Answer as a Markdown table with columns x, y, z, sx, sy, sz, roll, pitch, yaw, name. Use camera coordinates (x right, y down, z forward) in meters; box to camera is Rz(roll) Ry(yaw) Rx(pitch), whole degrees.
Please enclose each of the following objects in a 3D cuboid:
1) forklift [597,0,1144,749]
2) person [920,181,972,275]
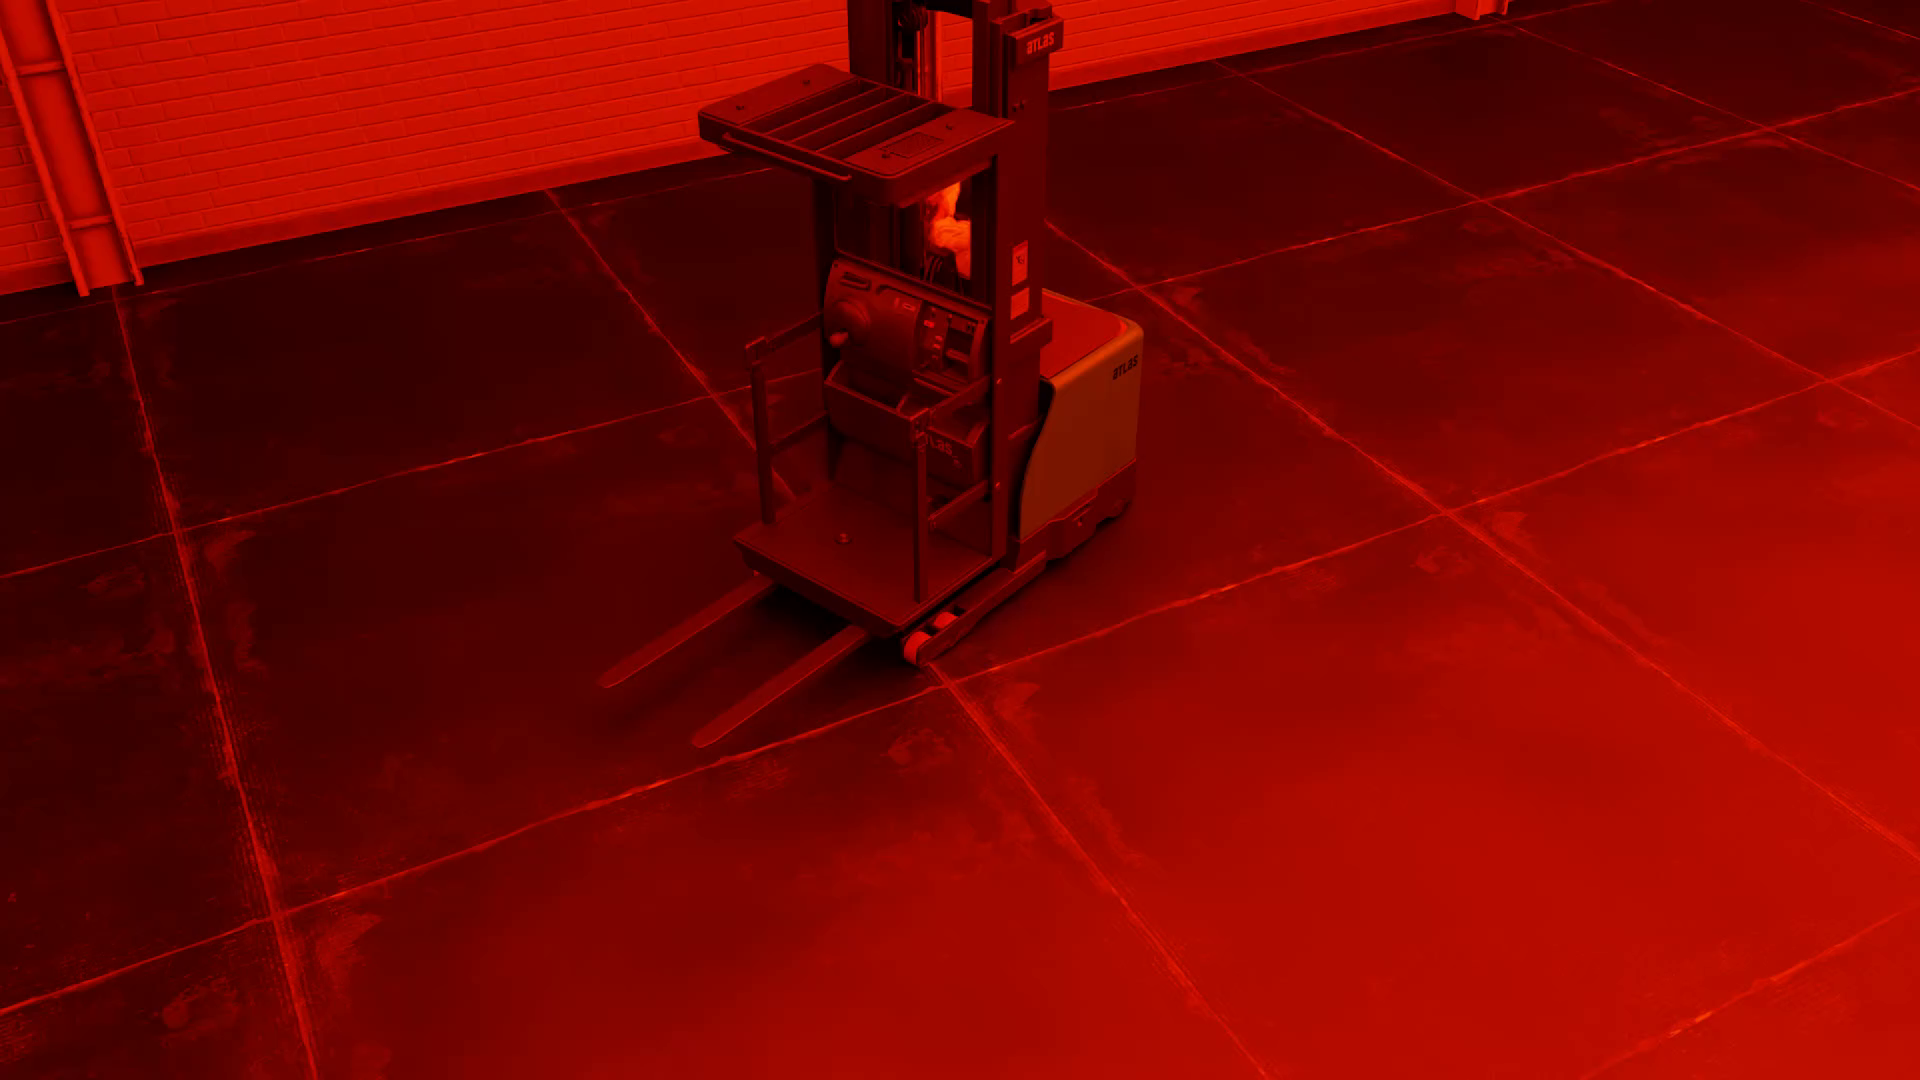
| x | y | z | sx | sy | sz | roll | pitch | yaw | name |
| --- | --- | --- | --- | --- | --- | --- | --- | --- | --- |
| -0.390 | -0.927 | 7.434 | 1.130 | 2.935 | 3.031 | 26 | 43 | 31 | forklift |
| 0.048 | -1.487 | 9.440 | 0.755 | 1.540 | 0.876 | -3 | 35 | -4 | person |
